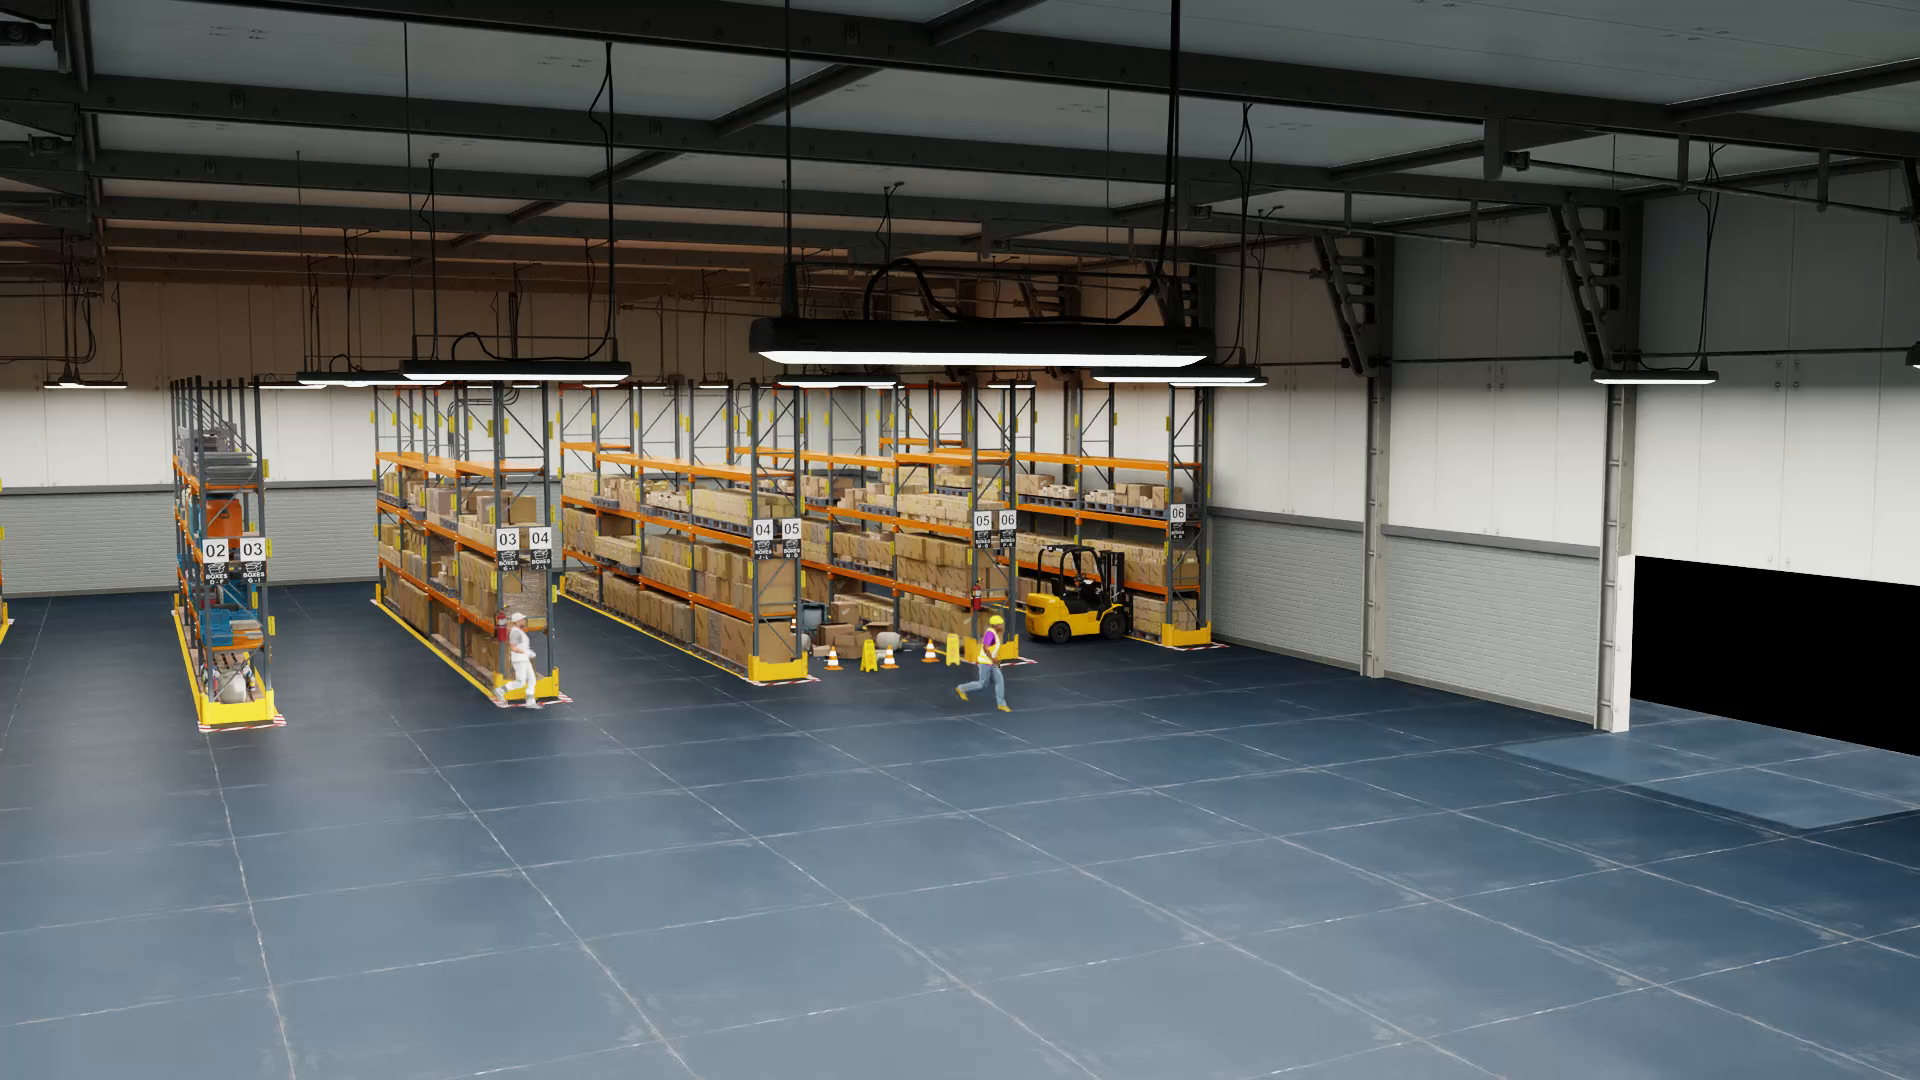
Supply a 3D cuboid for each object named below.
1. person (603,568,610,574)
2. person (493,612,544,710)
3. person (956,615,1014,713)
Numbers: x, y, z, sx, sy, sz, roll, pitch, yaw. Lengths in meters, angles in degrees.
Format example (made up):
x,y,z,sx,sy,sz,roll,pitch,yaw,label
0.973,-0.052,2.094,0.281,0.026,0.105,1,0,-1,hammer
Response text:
x,y,z,sx,sy,sz,roll,pitch,yaw,label
-10.485,0.529,48.857,0.548,1.695,0.740,1,5,9,person
-7.935,2.189,29.940,0.830,1.780,0.655,-1,5,-6,person
0.449,2.224,29.822,1.052,1.752,0.700,1,5,12,person
